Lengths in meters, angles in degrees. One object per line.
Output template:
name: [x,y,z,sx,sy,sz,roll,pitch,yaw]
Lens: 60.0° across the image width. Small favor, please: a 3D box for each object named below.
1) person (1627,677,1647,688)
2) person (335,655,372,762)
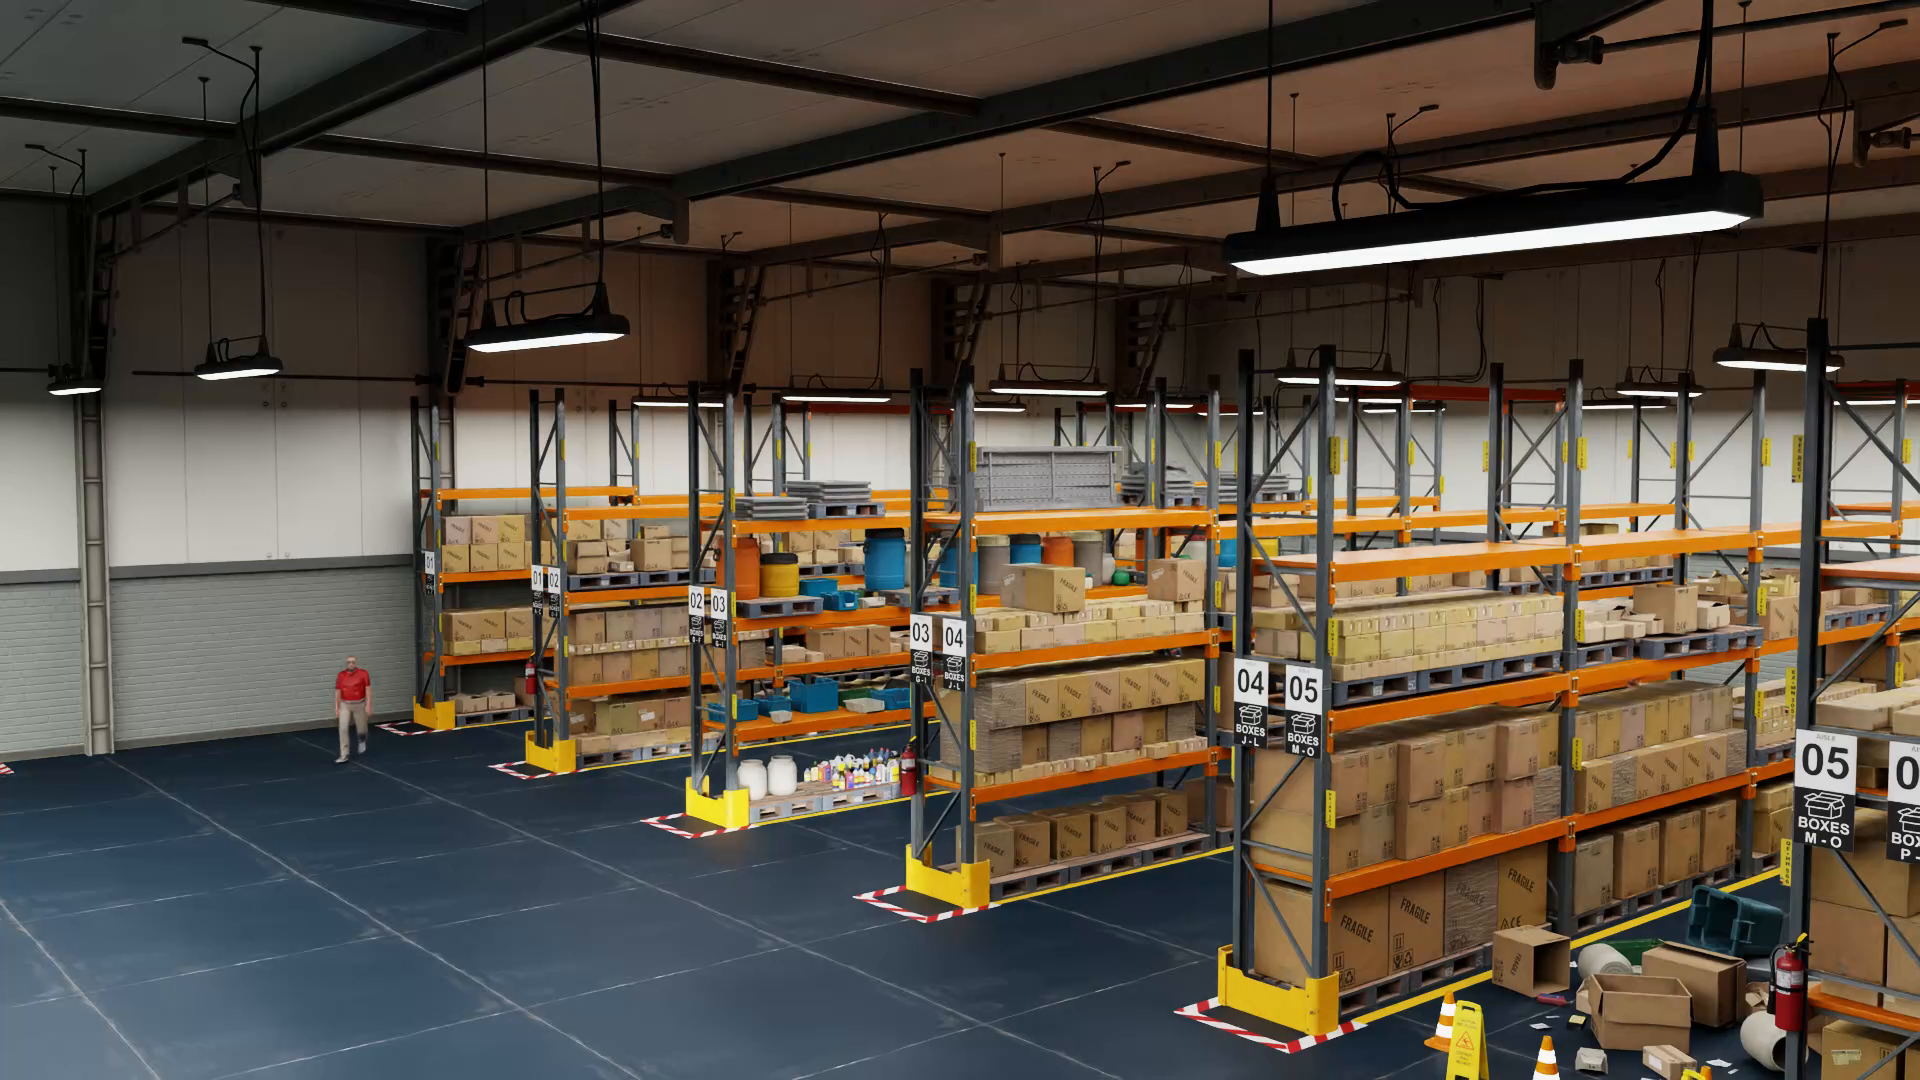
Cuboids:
person: [10.613,2.805,25.820,0.628,1.686,0.695,-2,4,-32]
person: [-9.867,2.709,27.040,0.589,1.694,0.869,-1,3,-9]
